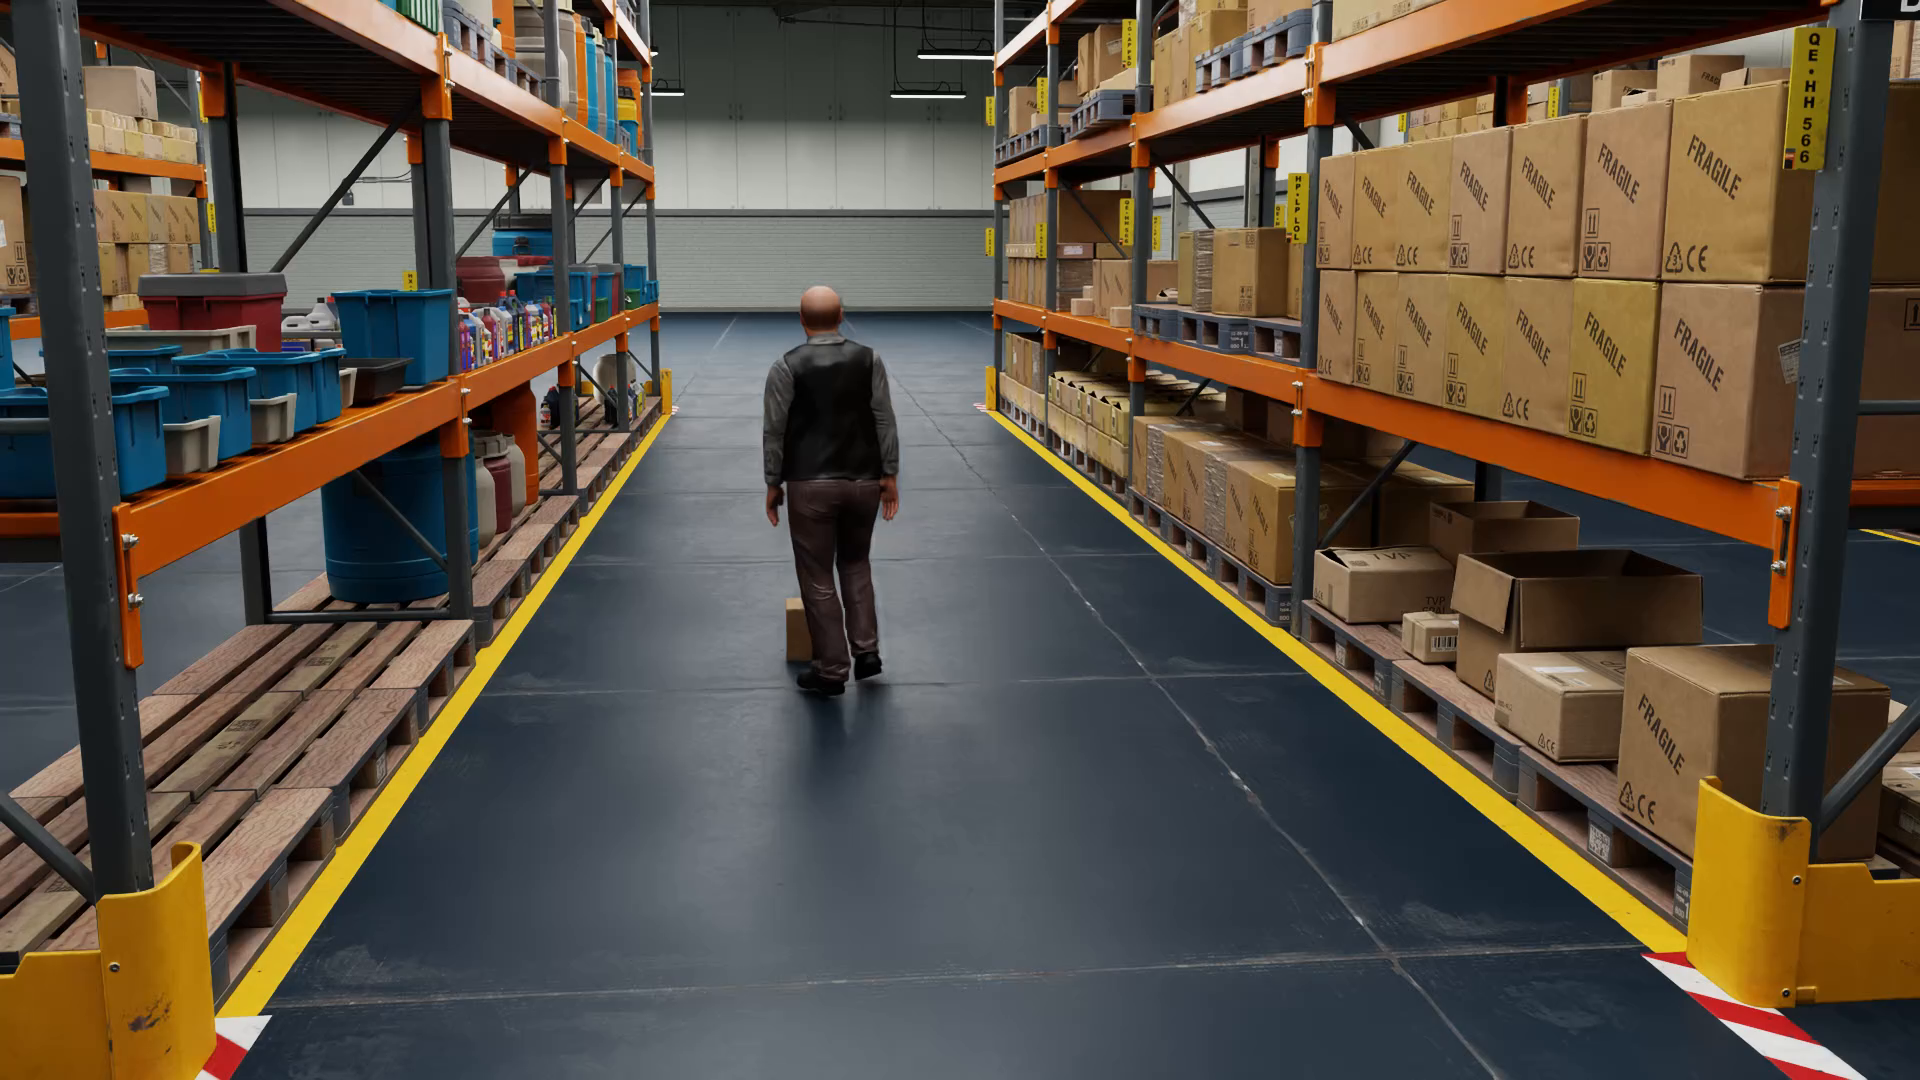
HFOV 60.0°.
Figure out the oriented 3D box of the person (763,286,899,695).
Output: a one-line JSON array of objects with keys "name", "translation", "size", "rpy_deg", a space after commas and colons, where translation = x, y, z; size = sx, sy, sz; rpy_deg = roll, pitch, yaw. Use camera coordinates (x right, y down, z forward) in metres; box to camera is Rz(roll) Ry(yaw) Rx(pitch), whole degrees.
[{"name": "person", "translation": [-0.560, -0.203, 7.097], "size": [0.550, 1.743, 0.442], "rpy_deg": [-6, 11, -29]}]
